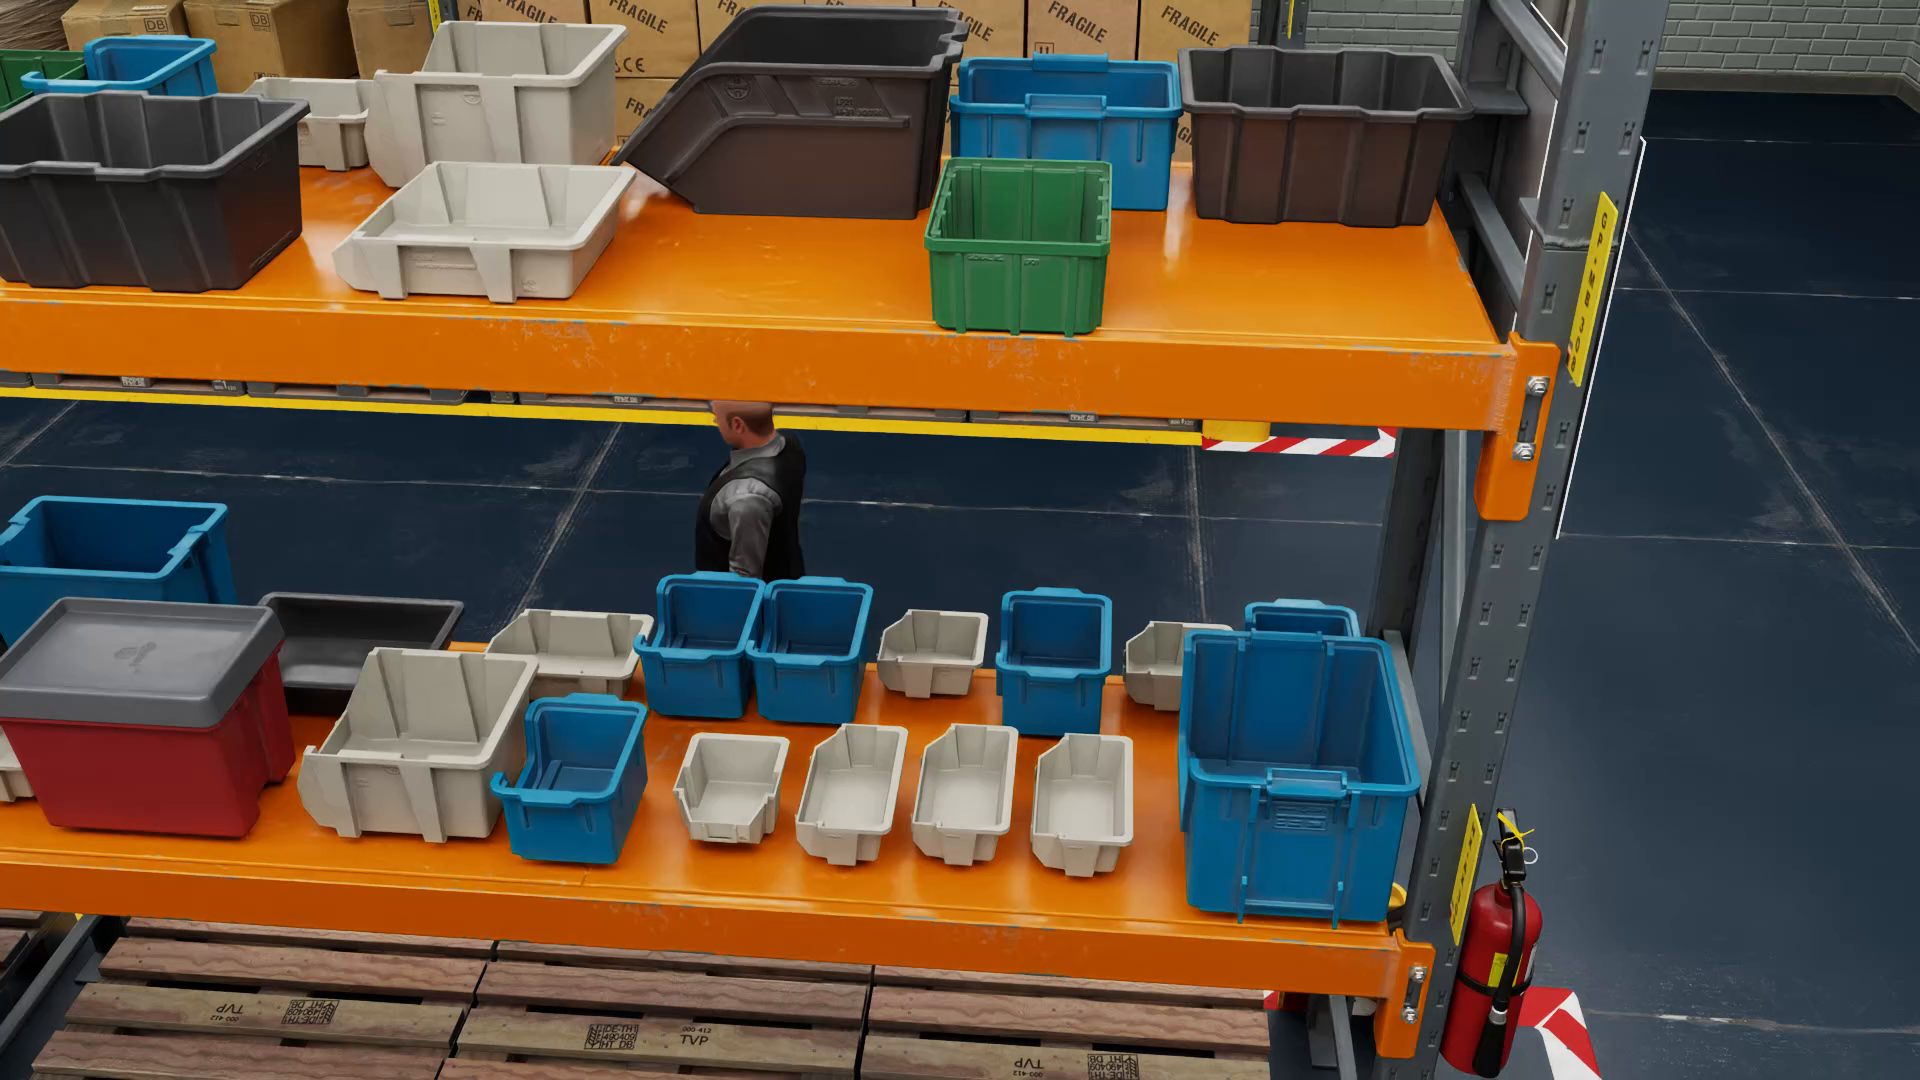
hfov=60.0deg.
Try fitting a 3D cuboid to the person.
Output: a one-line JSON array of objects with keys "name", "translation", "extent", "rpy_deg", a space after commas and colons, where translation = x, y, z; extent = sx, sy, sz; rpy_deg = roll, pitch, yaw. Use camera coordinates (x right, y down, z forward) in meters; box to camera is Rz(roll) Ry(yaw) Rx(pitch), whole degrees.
[{"name": "person", "translation": [-0.768, 0.219, 5.788], "extent": [0.625, 1.712, 0.549], "rpy_deg": [3, 32, 5]}]
